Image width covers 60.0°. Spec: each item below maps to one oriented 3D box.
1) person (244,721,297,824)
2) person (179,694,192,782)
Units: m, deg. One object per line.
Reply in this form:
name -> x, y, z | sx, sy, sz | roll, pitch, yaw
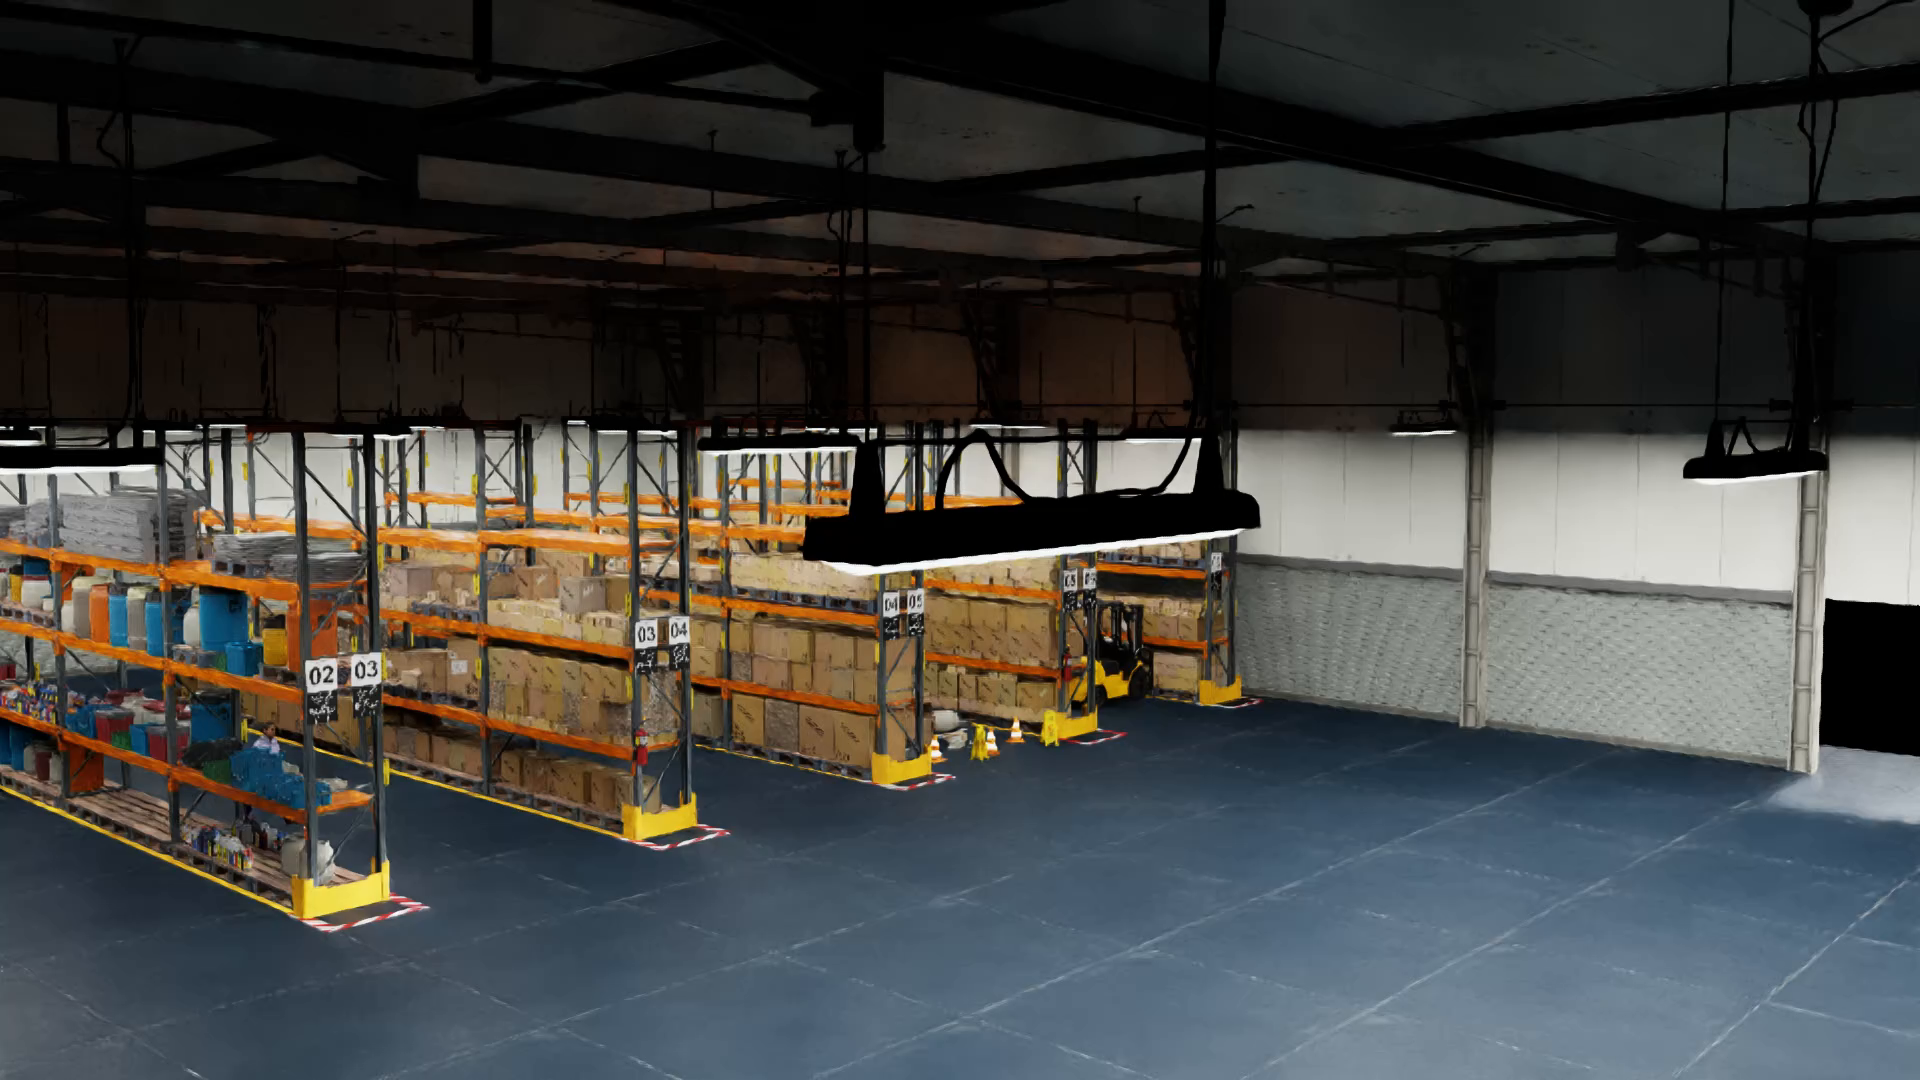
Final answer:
person -> -10.381, 3.497, 24.919 | 0.927, 1.597, 0.520 | 1, 5, 16
person -> -12.656, 3.281, 27.491 | 1.090, 1.583, 0.497 | 5, 7, 44
